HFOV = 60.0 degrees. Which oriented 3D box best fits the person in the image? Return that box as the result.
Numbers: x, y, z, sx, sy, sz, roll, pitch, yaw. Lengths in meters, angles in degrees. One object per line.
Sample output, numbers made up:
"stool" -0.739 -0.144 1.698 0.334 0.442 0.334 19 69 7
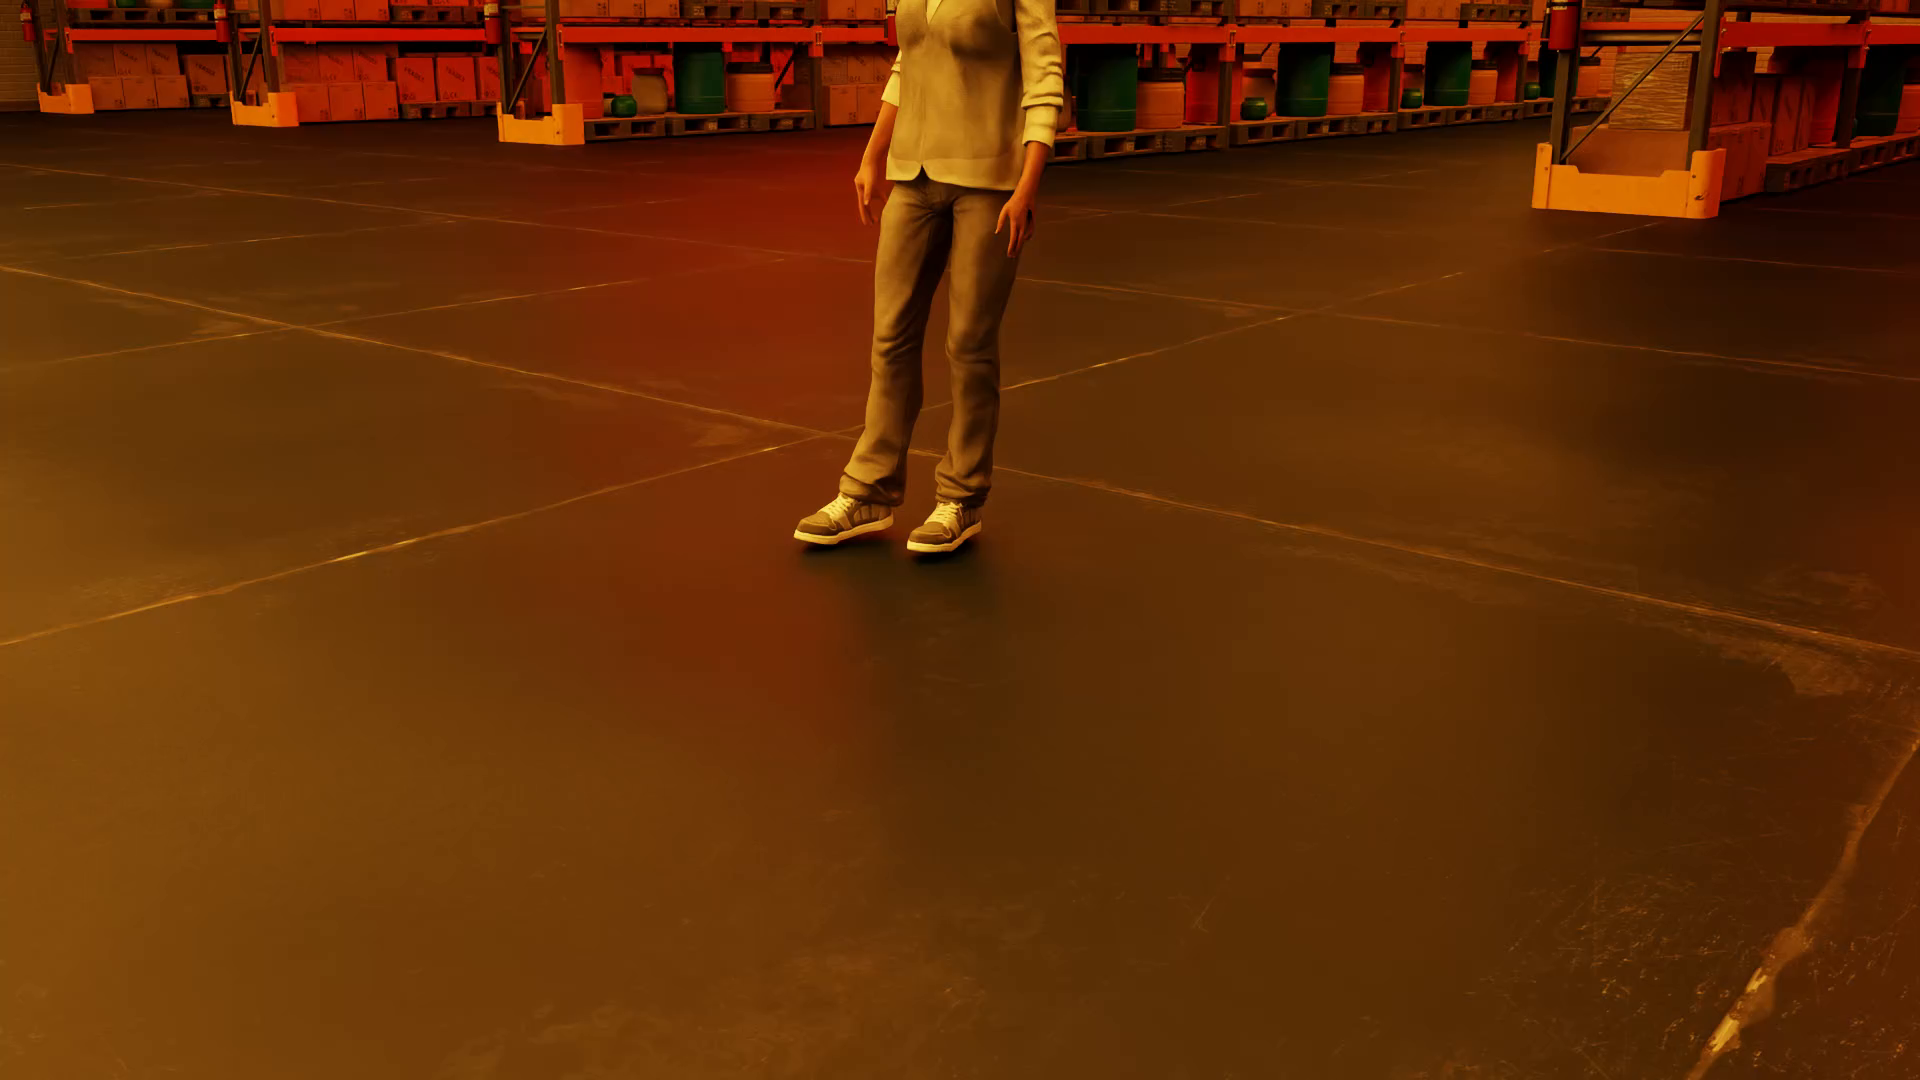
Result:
"person" -0.058 -0.757 3.662 0.520 1.597 0.475 13 21 37
